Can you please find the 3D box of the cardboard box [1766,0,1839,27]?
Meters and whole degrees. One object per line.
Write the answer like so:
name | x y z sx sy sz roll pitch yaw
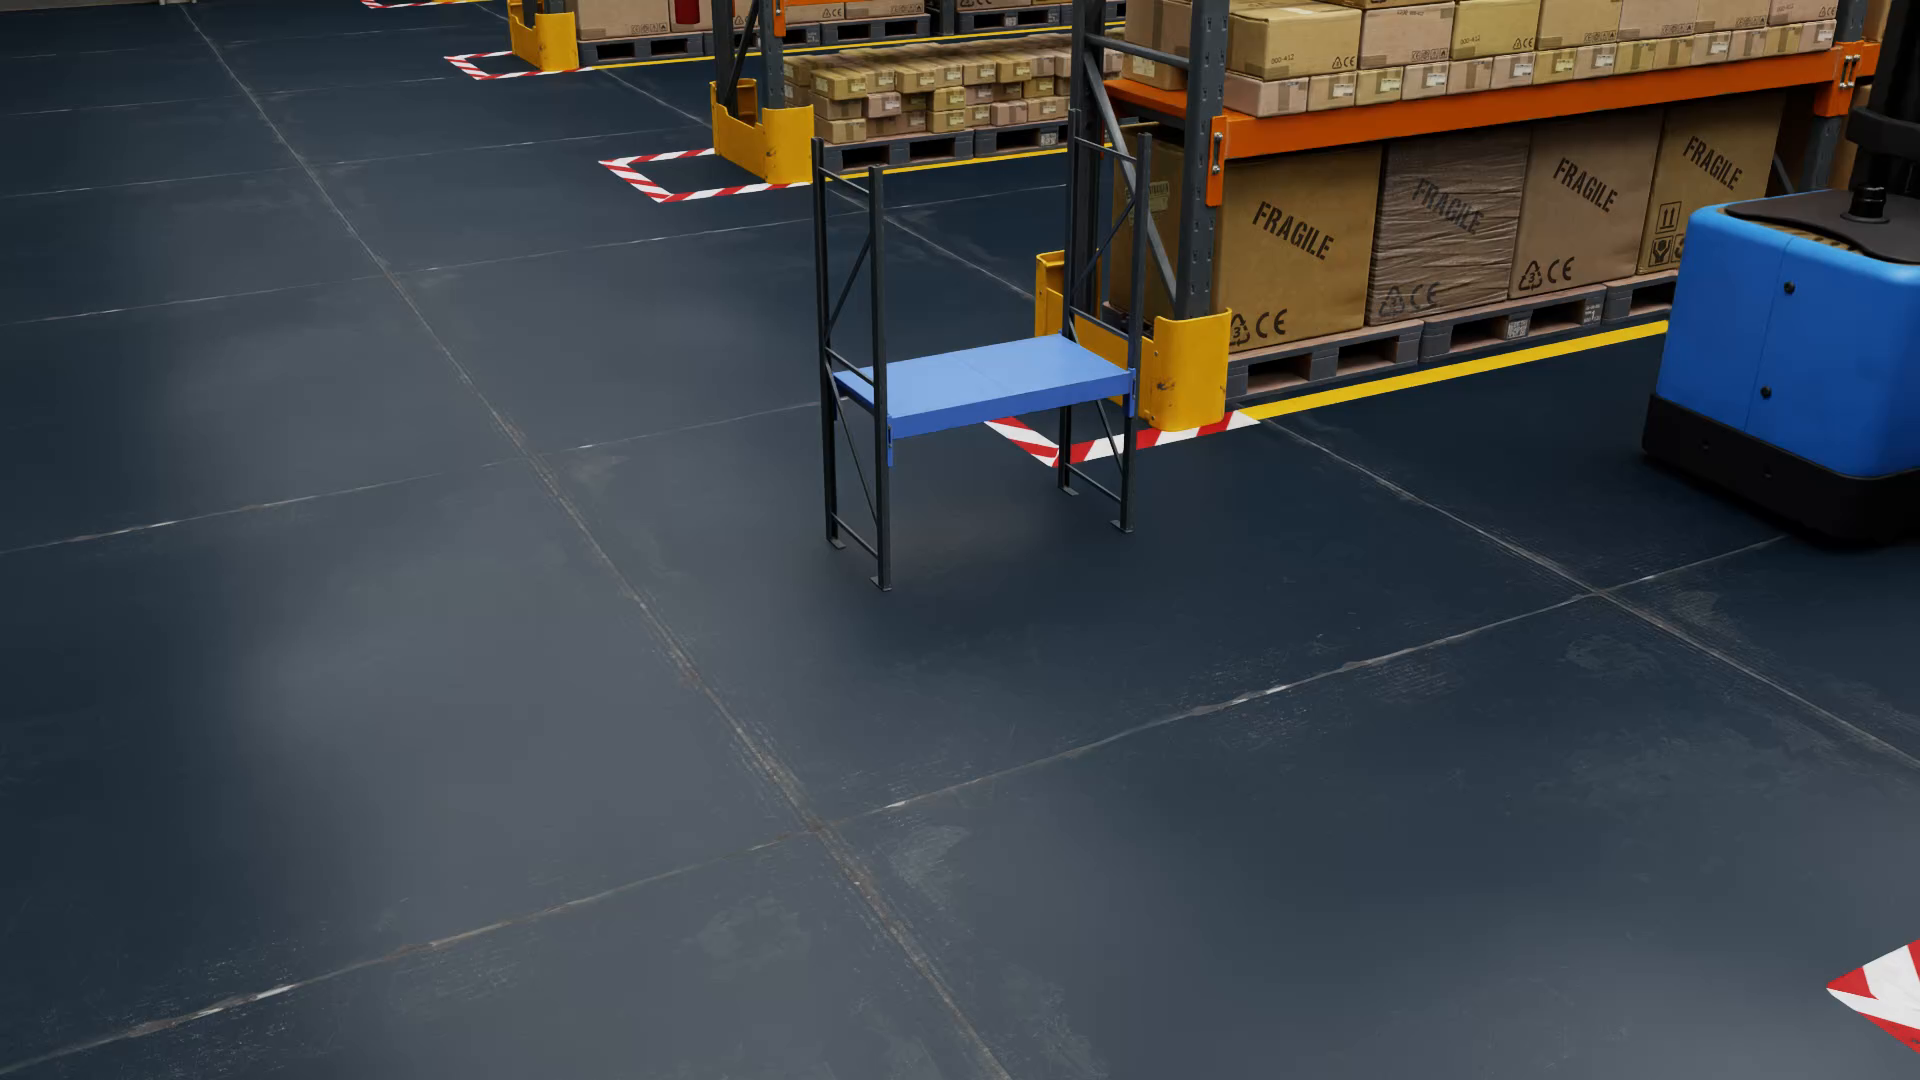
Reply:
cardboard box | 4.051 -2.765 8.373 0.500 0.250 0.500 -14 29 -26

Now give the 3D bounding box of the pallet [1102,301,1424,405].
pallet | 1.456 -1.010 8.110 1.213 0.211 1.003 -13 29 -25

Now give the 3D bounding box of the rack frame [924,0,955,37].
rack frame | -0.346 -6.674 16.684 0.127 3.000 1.000 -13 29 -25

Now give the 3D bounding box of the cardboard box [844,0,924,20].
cardboard box | -0.951 -5.621 16.967 0.875 0.438 0.875 -13 29 -26

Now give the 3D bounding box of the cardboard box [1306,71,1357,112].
cardboard box | 1.482 -1.960 7.157 0.250 0.149 0.380 -13 29 -26

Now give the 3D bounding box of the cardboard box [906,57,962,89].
cardboard box | -0.186 -3.325 11.831 0.250 0.149 0.380 -15 29 -28

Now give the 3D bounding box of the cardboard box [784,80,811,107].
cardboard box | -1.126 -3.244 12.005 0.250 0.149 0.380 -14 29 -26

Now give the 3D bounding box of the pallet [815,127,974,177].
pallet | -0.657 -2.899 12.045 1.213 0.211 1.003 -13 29 -25

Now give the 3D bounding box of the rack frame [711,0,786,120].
rack frame | -1.457 -3.989 11.093 0.127 3.000 1.000 -13 29 -25

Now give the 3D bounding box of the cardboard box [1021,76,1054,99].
cardboard box | 0.498 -3.377 12.283 0.250 0.149 0.380 -12 28 -23

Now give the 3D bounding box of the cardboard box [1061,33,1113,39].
cardboard box | 0.980 -3.819 12.861 0.250 0.149 0.380 -14 29 -26

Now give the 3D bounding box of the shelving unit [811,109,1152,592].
shelving unit | 0.075 -0.693 5.962 1.048 1.500 0.538 -13 29 -25

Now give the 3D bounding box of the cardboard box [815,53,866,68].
cardboard box | -0.861 -3.395 11.977 0.250 0.149 0.380 -12 28 -24

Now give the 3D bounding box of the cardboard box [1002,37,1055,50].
cardboard box | 0.516 -3.712 12.636 0.250 0.149 0.380 -14 29 -27

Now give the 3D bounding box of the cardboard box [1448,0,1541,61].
cardboard box | 2.239 -2.345 7.498 0.500 0.250 0.500 -14 29 -27

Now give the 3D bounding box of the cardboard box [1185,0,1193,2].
cardboard box | 1.094 -2.678 7.326 0.500 0.500 0.500 -13 28 -24

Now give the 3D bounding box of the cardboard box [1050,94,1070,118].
cardboard box | 0.711 -3.260 12.382 0.250 0.149 0.380 -12 28 -24

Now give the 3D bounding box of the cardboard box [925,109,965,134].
cardboard box | -0.159 -3.026 11.895 0.250 0.149 0.380 -13 28 -24

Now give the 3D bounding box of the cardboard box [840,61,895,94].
cardboard box | -0.648 -3.240 11.655 0.250 0.149 0.380 -12 28 -24

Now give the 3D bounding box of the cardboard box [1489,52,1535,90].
cardboard box | 2.389 -2.170 7.594 0.250 0.149 0.380 -13 29 -26

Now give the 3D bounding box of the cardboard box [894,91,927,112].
cardboard box | -0.432 -3.154 11.818 0.250 0.149 0.380 -13 28 -24

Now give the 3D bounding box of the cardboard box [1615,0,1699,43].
cardboard box | 3.145 -2.555 7.935 0.500 0.250 0.500 -12 28 -24

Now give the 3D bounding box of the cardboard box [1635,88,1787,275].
cardboard box | 3.697 -2.017 8.954 0.875 0.875 0.875 -13 29 -25

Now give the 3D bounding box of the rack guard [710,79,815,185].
rack guard | -1.390 -2.878 11.666 0.348 0.500 1.175 -13 29 -25

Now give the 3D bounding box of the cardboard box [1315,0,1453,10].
cardboard box | 1.779 -2.575 7.111 0.500 0.500 0.500 -14 29 -26

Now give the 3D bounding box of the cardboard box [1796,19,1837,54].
cardboard box | 4.202 -2.588 8.466 0.250 0.149 0.380 -13 28 -25

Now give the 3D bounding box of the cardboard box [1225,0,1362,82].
cardboard box | 1.338 -2.135 7.061 0.500 0.250 0.500 -14 29 -26

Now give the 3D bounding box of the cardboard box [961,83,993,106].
cardboard box | 0.035 -3.255 12.029 0.250 0.149 0.380 -14 29 -28

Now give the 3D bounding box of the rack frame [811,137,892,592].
rack frame | -0.373 -0.590 5.746 0.032 1.500 0.500 -13 29 -25

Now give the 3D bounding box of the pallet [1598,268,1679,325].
pallet | 3.609 -1.507 9.145 1.213 0.211 1.003 -13 29 -25

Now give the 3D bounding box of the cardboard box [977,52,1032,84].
cardboard box | 0.317 -3.414 12.016 0.250 0.149 0.380 -13 28 -24

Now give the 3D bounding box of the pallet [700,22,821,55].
pallet | -2.132 -5.041 16.506 1.213 0.211 1.003 -13 29 -25

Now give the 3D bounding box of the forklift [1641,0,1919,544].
forklift | 4.382 -1.721 6.447 3.031 2.935 1.130 -11 28 -22

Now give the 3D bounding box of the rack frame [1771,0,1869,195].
rack frame | 4.317 -2.889 8.801 0.127 3.000 1.000 -13 29 -25

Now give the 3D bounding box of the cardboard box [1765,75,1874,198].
cardboard box | 4.872 -2.258 9.458 0.875 0.875 1.225 -13 29 -25

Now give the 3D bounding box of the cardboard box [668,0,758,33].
cardboard box | -2.537 -5.255 16.205 0.875 0.438 0.875 -12 28 -24

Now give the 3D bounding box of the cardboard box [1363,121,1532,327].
cardboard box | 2.118 -1.652 8.195 0.875 0.875 0.875 -13 29 -25

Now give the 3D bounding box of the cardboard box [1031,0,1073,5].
cardboard box | 0.957 -6.249 17.769 0.875 0.875 0.875 -12 28 -24

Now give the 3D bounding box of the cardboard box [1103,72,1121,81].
cardboard box | 1.000 -3.462 12.460 0.250 0.149 0.380 -12 28 -24

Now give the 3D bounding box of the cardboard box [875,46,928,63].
cardboard box | -0.434 -3.525 12.248 0.250 0.149 0.380 -14 29 -27

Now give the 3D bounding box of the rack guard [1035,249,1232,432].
rack guard | 0.766 -0.942 7.635 0.348 0.500 1.175 -13 29 -25

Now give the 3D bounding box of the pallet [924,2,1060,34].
pallet | 0.299 -5.602 17.675 1.213 0.211 1.003 -13 29 -25

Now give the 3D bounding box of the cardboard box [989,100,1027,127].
cardboard box | 0.282 -3.131 12.115 0.250 0.149 0.380 -15 29 -28

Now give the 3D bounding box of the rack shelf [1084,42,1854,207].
rack shelf | 2.552 -2.157 8.109 4.000 0.370 1.077 -13 29 -25

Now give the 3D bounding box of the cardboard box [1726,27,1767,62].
cardboard box | 3.748 -2.484 8.248 0.250 0.149 0.380 -14 29 -26

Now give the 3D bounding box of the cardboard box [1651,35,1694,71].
cardboard box | 3.294 -2.379 8.029 0.250 0.149 0.380 -12 28 -24

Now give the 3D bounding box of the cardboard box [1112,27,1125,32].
cardboard box | 1.400 -3.952 13.136 0.250 0.149 0.380 -12 28 -23

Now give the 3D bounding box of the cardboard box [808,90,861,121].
cardboard box | -0.874 -3.036 11.573 0.250 0.149 0.380 -12 28 -23

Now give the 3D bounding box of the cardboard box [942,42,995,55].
cardboard box | 0.062 -3.612 12.429 0.250 0.149 0.380 -14 29 -27

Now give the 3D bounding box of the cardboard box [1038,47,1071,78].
cardboard box | 0.764 -3.510 12.217 0.250 0.149 0.380 -14 29 -27

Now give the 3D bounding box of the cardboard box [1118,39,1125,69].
cardboard box | 1.192 -3.660 12.530 0.250 0.149 0.380 -12 28 -23

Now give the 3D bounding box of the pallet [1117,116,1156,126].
pallet | 1.496 -3.396 13.080 1.213 0.211 1.003 -13 29 -25

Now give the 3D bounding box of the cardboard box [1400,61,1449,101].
cardboard box | 1.937 -2.066 7.377 0.250 0.149 0.380 -13 29 -26

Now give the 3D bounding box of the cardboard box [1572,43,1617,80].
cardboard box | 2.843 -2.275 7.813 0.250 0.149 0.380 -13 28 -24

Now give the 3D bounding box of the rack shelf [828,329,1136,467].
rack shelf | 0.075 -0.531 6.039 1.000 0.185 0.538 -13 29 -25

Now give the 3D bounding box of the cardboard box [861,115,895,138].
cardboard box | -0.652 -2.962 11.763 0.250 0.149 0.380 -13 29 -25
